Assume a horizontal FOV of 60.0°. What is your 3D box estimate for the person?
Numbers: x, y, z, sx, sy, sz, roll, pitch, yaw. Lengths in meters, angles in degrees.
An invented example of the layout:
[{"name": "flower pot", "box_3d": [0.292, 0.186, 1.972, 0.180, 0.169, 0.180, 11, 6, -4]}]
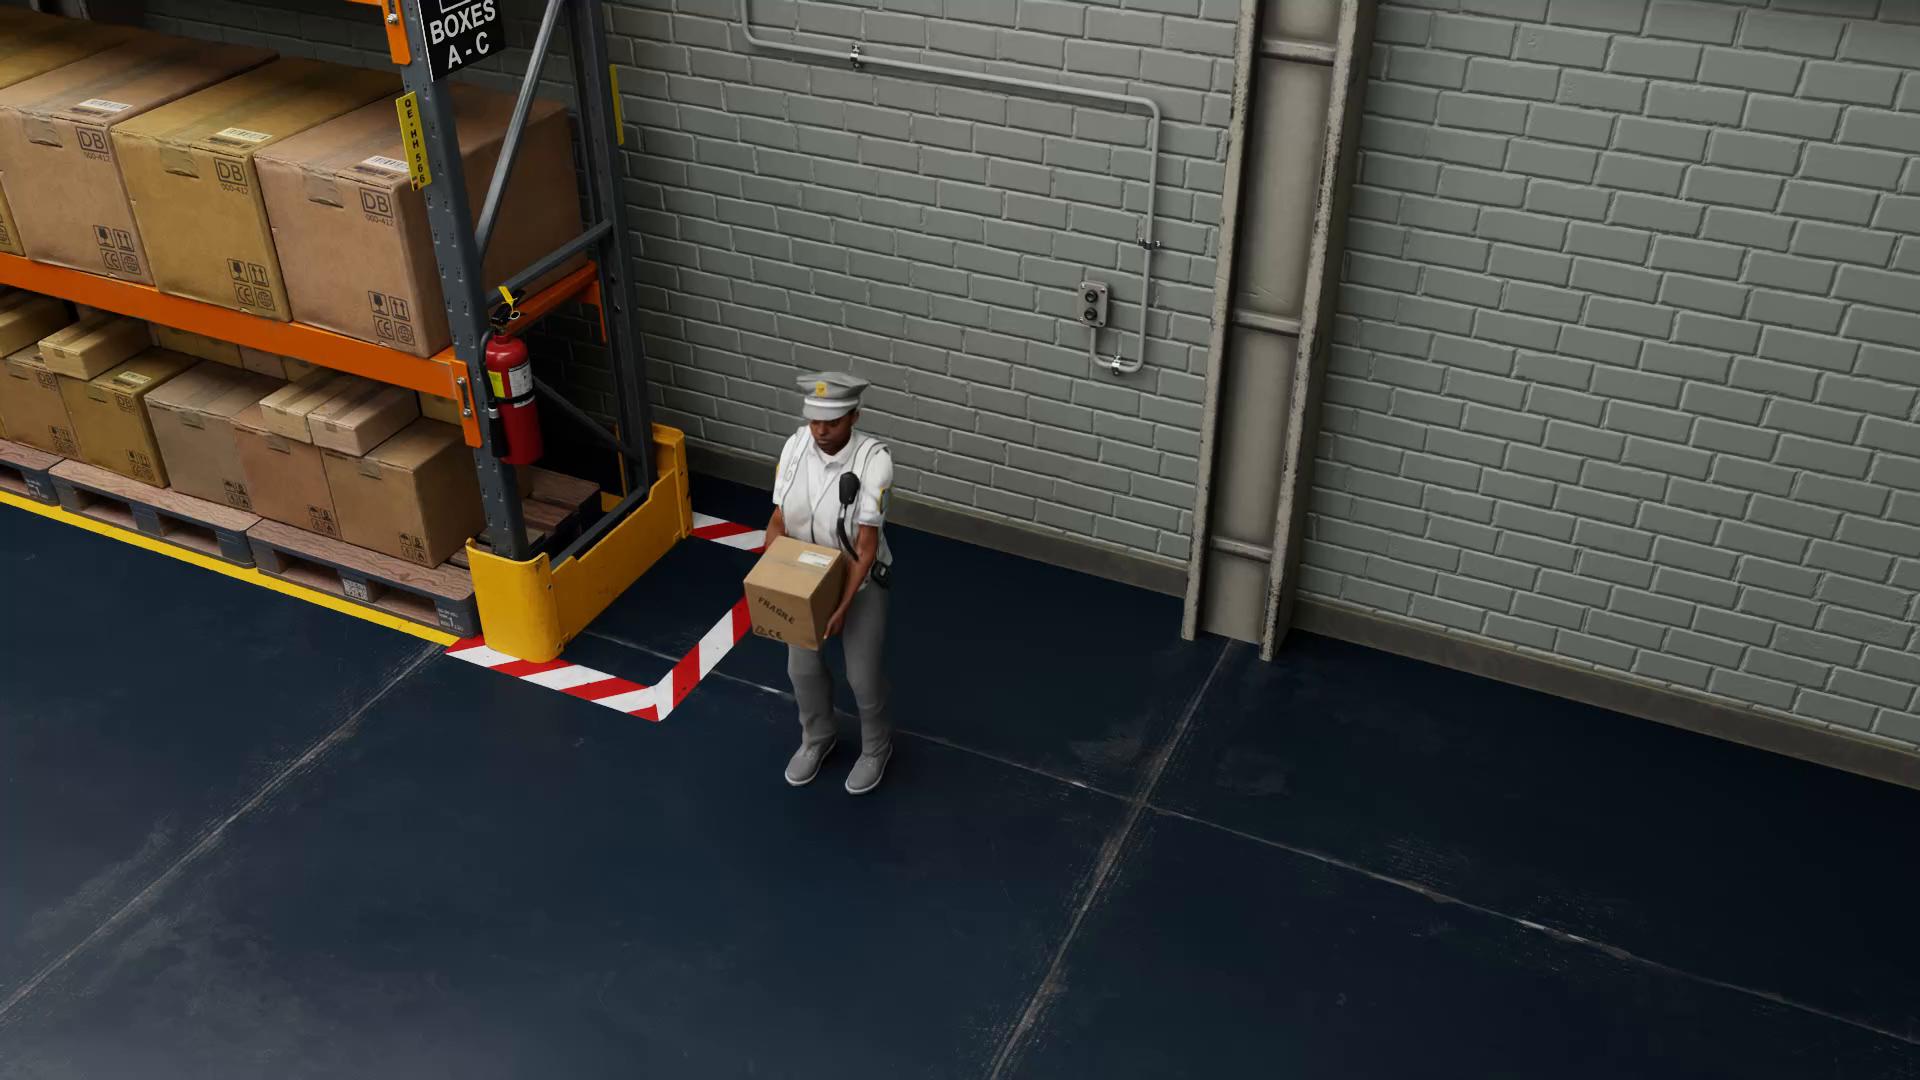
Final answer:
[{"name": "person", "box_3d": [-7.122, 1.348, 3.981, 10.821, 1.843, 9.929, 14, 36, 20]}]
